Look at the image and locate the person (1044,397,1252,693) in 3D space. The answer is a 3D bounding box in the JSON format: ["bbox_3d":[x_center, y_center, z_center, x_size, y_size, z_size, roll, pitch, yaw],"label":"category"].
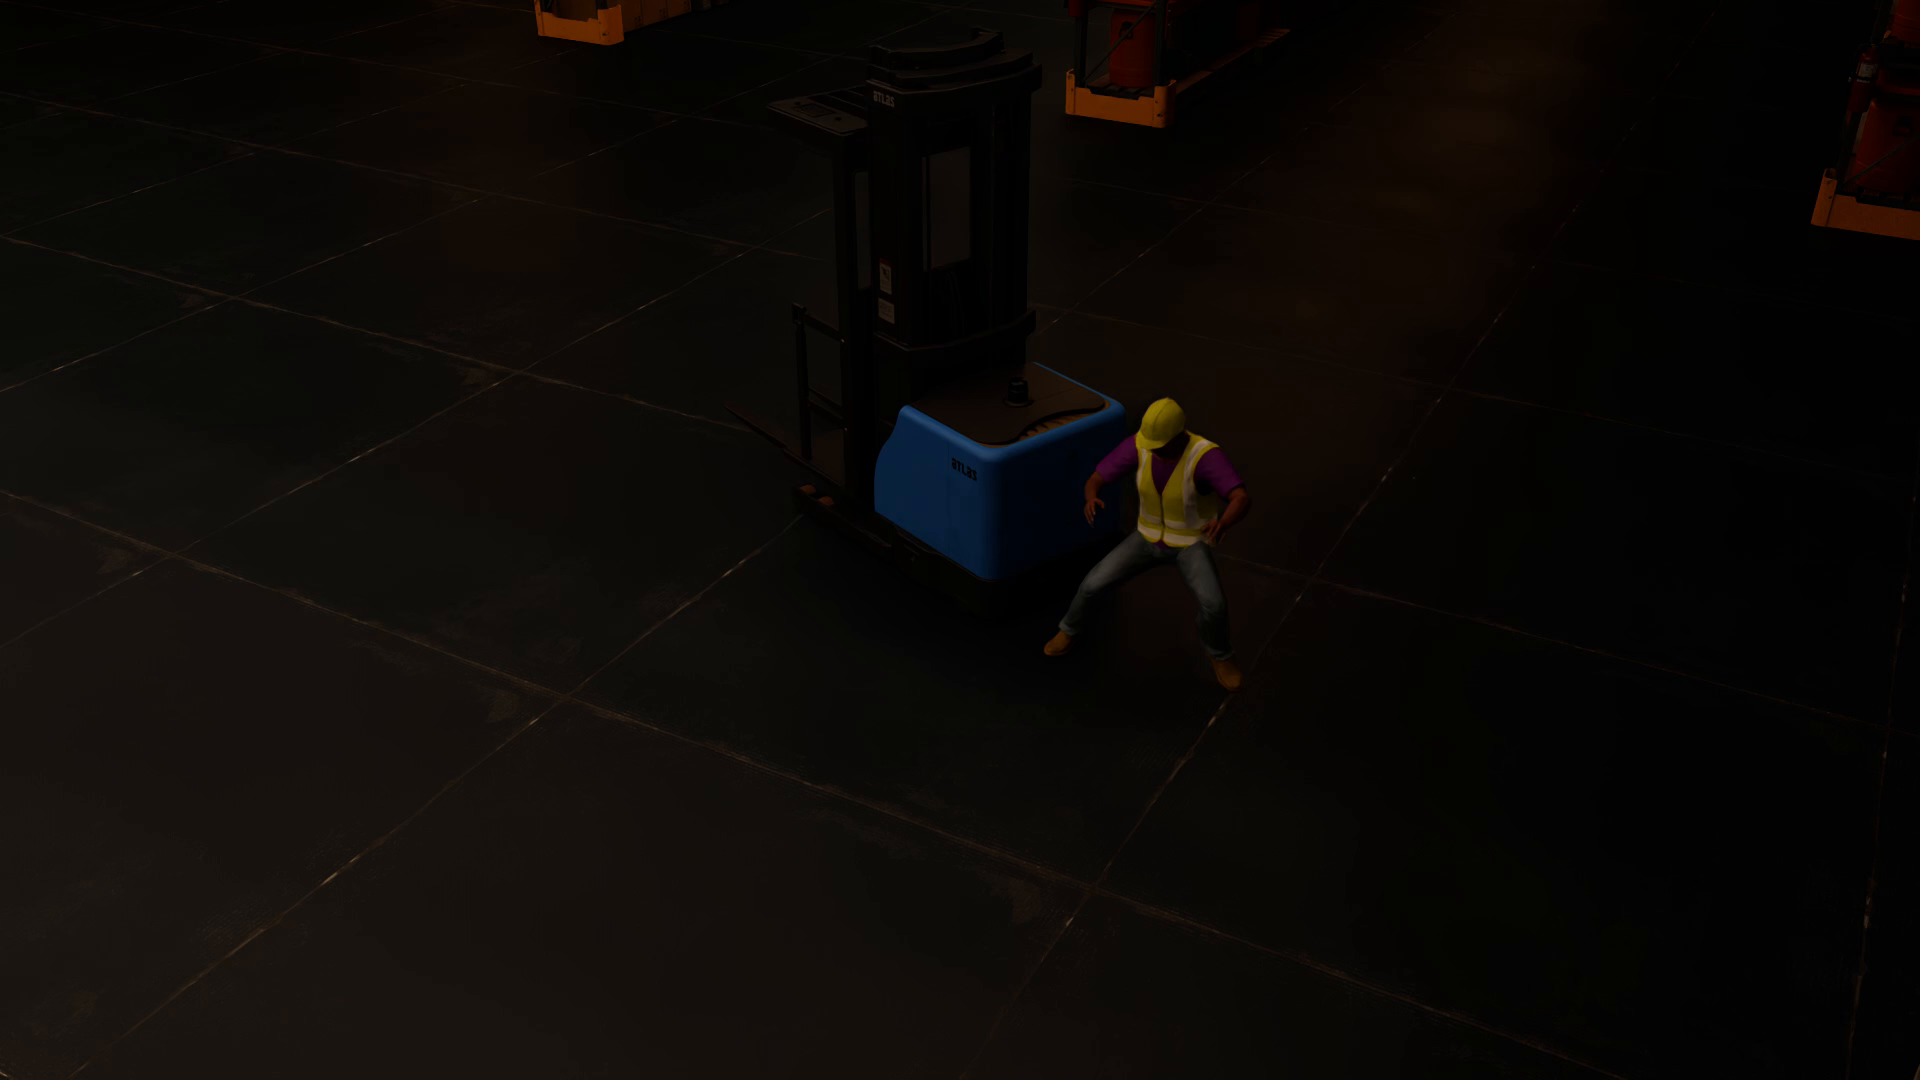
[{"bbox_3d":[1.001,0.012,8.465,1.061,1.524,0.744,20,35,30],"label":"person"}]

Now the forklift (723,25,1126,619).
[{"bbox_3d":[-0.382,-1.507,9.682,1.130,2.935,3.031,-22,37,-33],"label":"forklift"}]
